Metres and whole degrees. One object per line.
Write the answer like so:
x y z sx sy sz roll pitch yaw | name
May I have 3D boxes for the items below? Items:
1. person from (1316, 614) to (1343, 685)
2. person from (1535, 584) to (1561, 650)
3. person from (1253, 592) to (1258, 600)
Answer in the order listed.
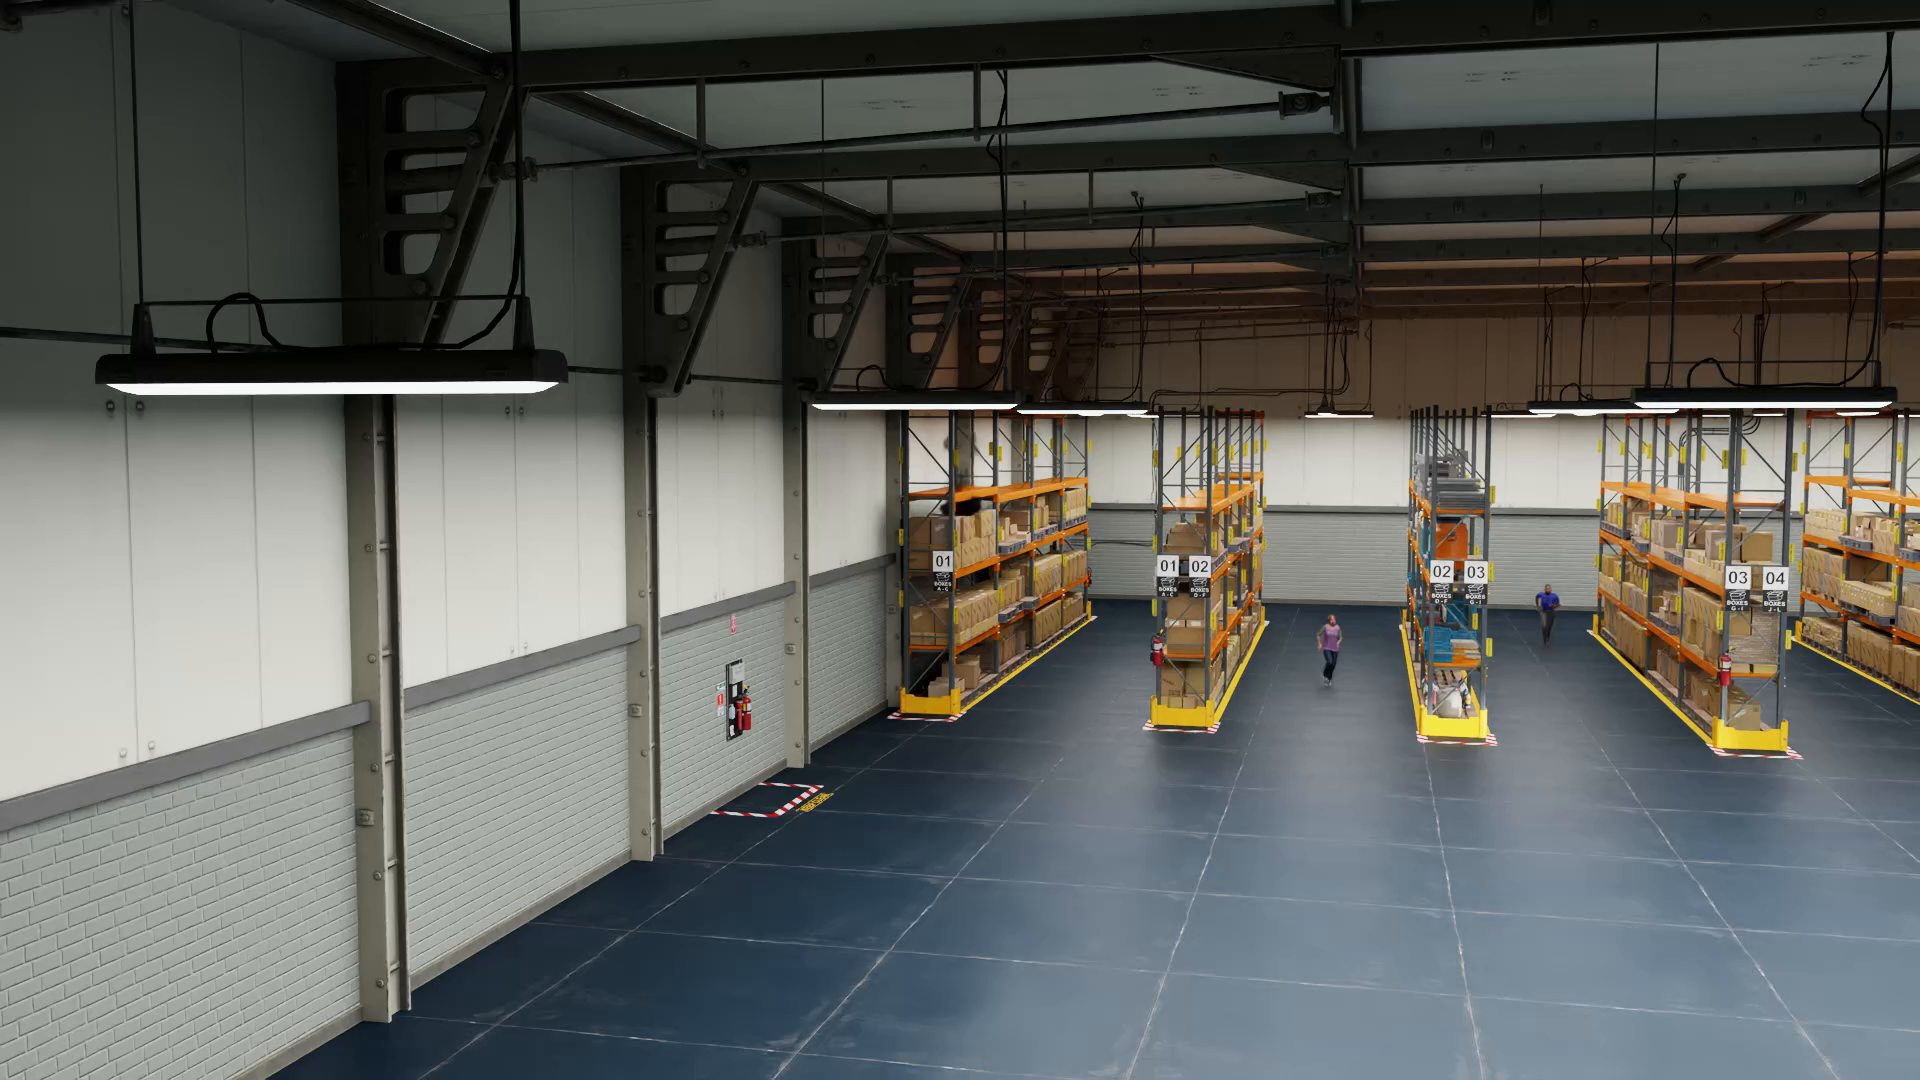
7.952 2.368 35.692 0.504 1.557 0.690 0 4 -5 | person
14.797 1.923 41.888 0.577 1.662 0.947 1 4 14 | person
8.340 1.440 47.969 0.934 1.730 0.630 3 5 40 | person
